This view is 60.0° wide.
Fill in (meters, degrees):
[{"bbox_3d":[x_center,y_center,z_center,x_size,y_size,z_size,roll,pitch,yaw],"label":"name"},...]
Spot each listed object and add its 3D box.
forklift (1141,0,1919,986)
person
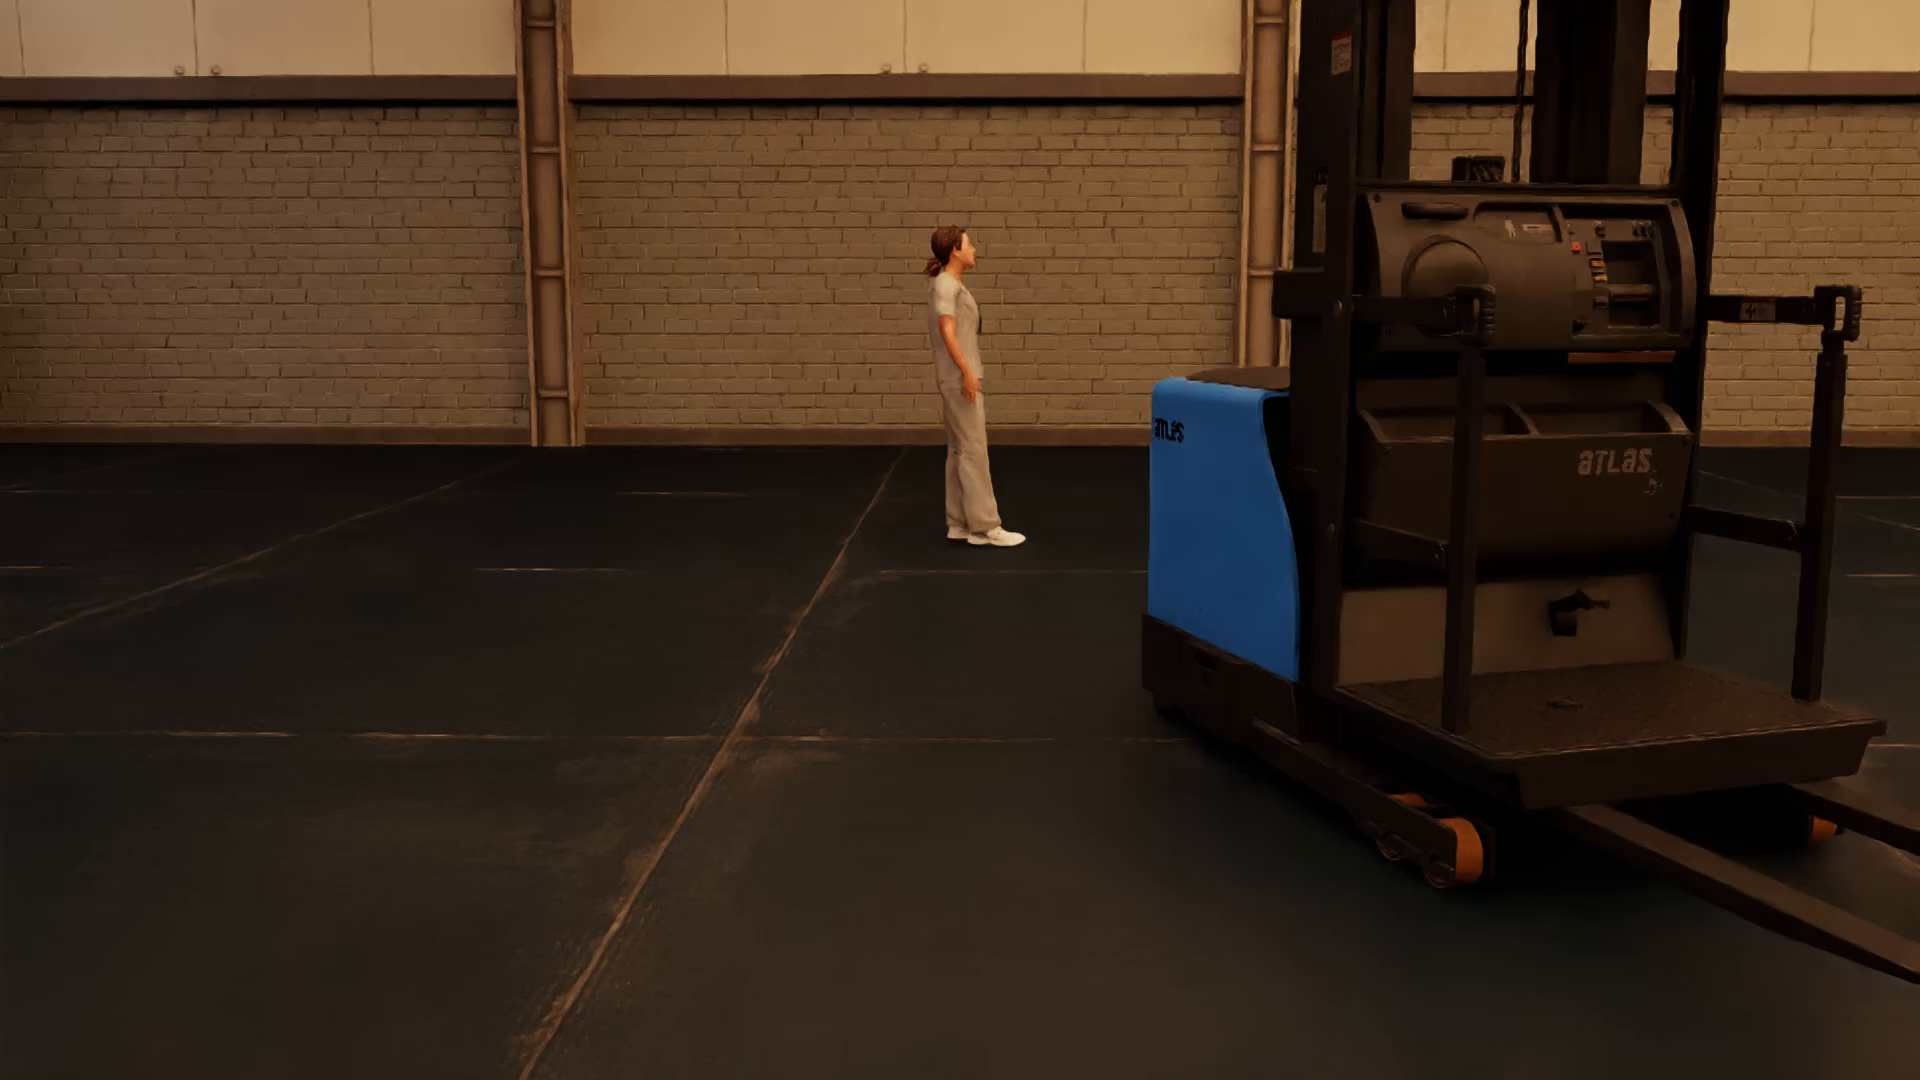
[{"bbox_3d":[1.515,-0.720,4.002,1.130,2.935,3.031,-3,9,-17],"label":"forklift"},{"bbox_3d":[0.074,-0.833,8.859,0.548,1.674,0.550,0,9,1],"label":"person"}]
